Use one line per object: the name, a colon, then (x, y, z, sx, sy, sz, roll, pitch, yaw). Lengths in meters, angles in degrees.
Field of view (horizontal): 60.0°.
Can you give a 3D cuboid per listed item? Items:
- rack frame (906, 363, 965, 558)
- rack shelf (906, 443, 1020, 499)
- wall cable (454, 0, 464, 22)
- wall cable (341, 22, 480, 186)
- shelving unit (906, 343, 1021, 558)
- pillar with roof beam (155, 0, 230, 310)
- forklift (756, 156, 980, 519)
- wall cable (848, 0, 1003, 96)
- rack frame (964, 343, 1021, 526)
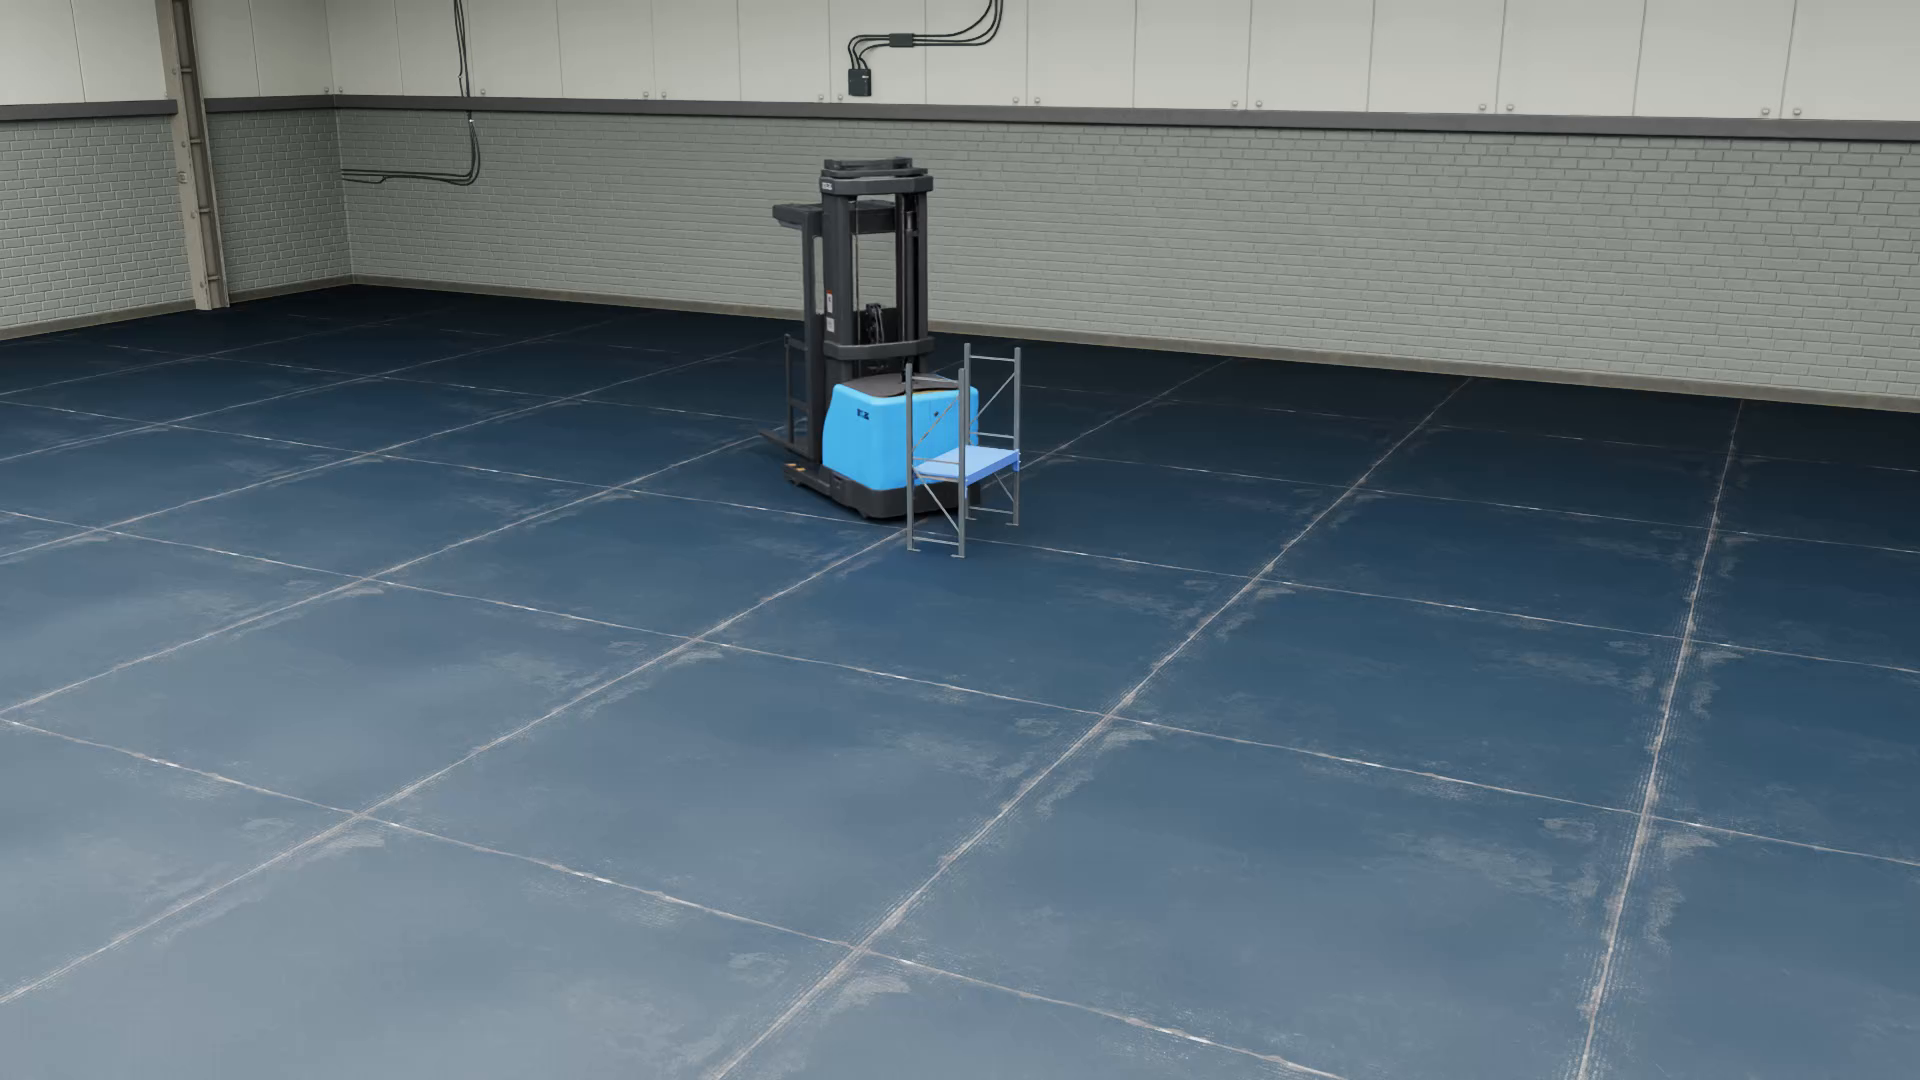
rack frame: (-0.189, -0.611, 12.948, 0.500, 1.500, 0.032, 8, 18, 25)
rack shelf: (0.038, -0.568, 13.435, 0.538, 0.185, 1.000, 8, 18, 25)
wall cable: (-6.560, -9.052, 24.781, 3.097, 2.526, 0.112, 8, 18, 25)
wall cable: (-8.980, -6.976, 26.658, 3.097, 2.526, 0.112, 8, 18, 25)
shelving unit: (0.038, -0.741, 13.384, 0.538, 1.500, 1.048, 8, 18, 25)
pillar with roof beam: (-7.628, -7.334, 22.412, 9.100, 9.000, 0.400, 8, 18, 25)
forklift: (-0.987, -1.956, 14.963, 1.130, 2.935, 3.031, -9, 19, -28)
wall cable: (-0.494, -8.882, 21.652, 2.305, 6.003, 0.169, 8, 18, 25)
rack frame: (0.265, -0.870, 13.820, 0.500, 1.500, 0.032, 8, 18, 25)
